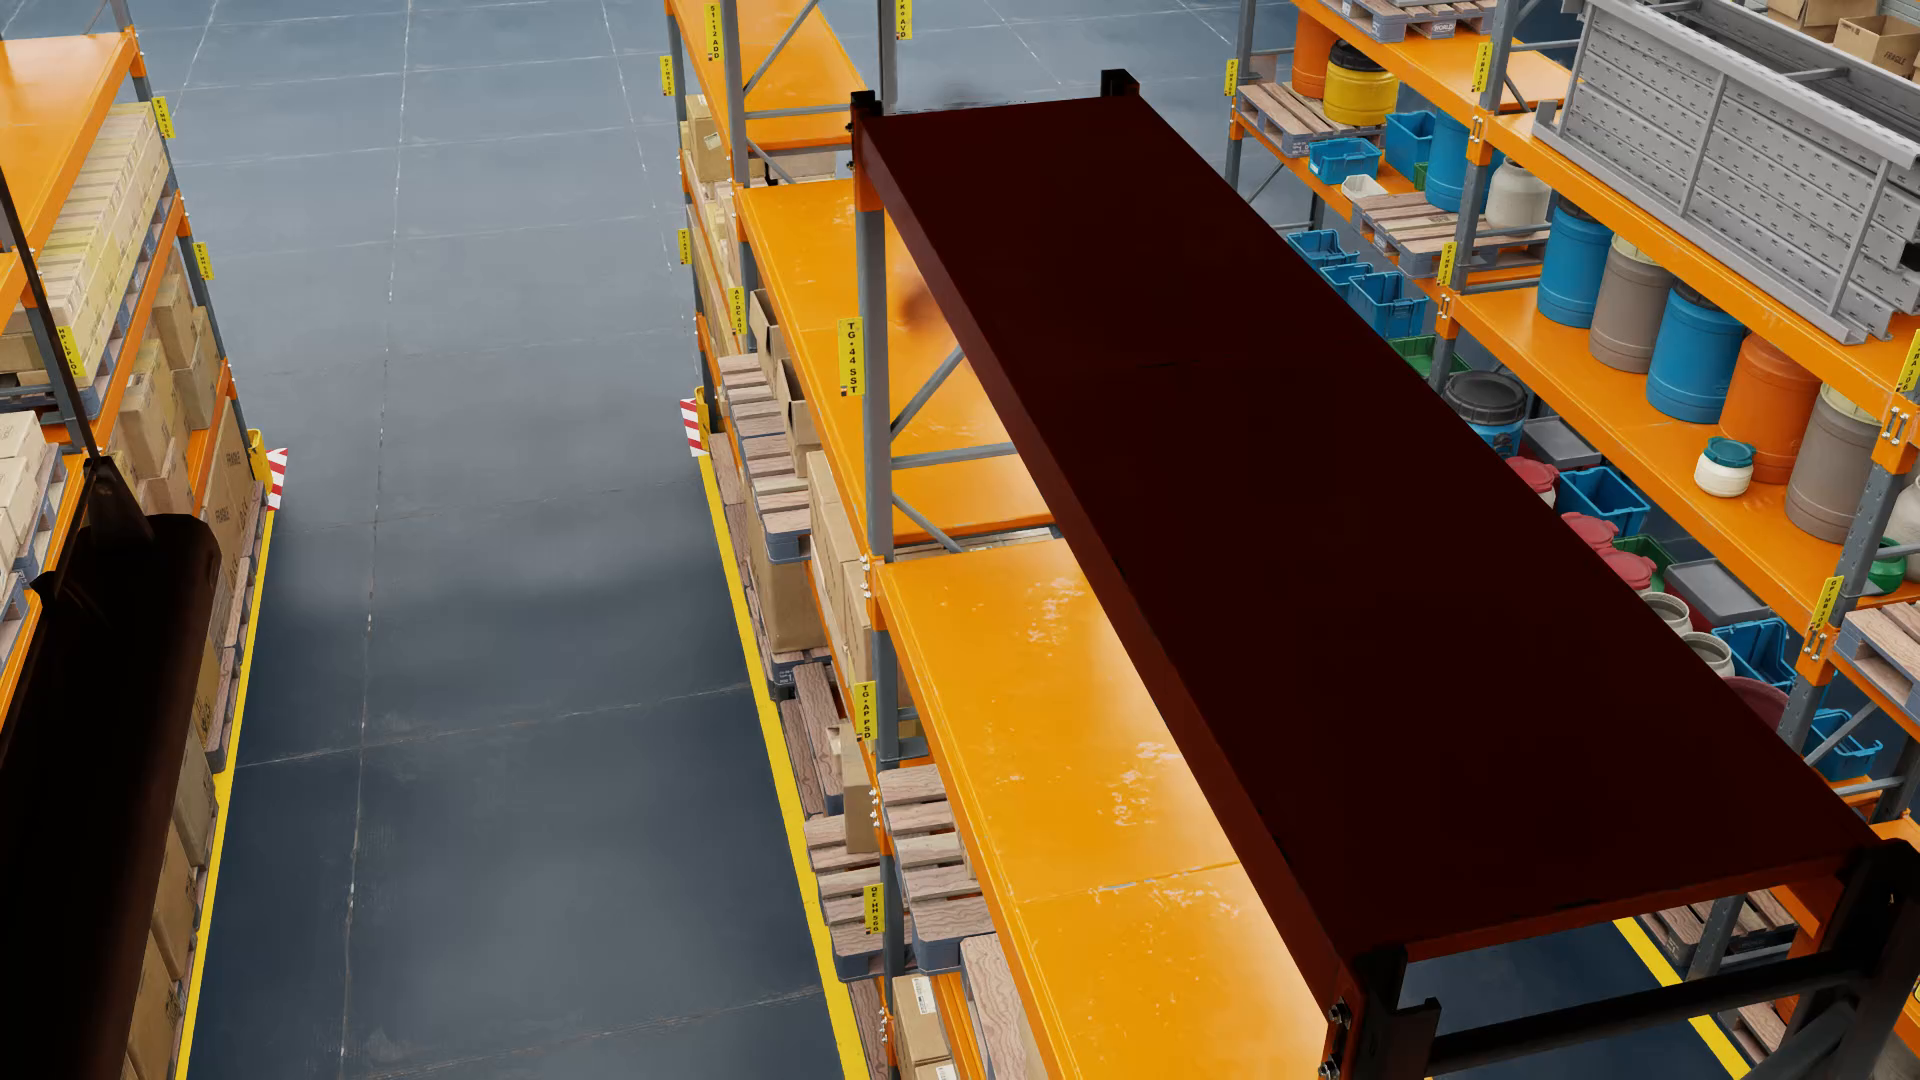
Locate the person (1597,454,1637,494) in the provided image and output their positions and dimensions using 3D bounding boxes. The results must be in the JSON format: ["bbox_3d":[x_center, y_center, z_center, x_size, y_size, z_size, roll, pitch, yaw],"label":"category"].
[{"bbox_3d":[5.557,-0.828,13.879,0.511,1.570,0.636,-9,35,-12],"label":"person"}]

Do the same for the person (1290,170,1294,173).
[{"bbox_3d":[4.551,-5.282,20.316,0.839,1.755,0.732,6,35,8],"label":"person"}]
